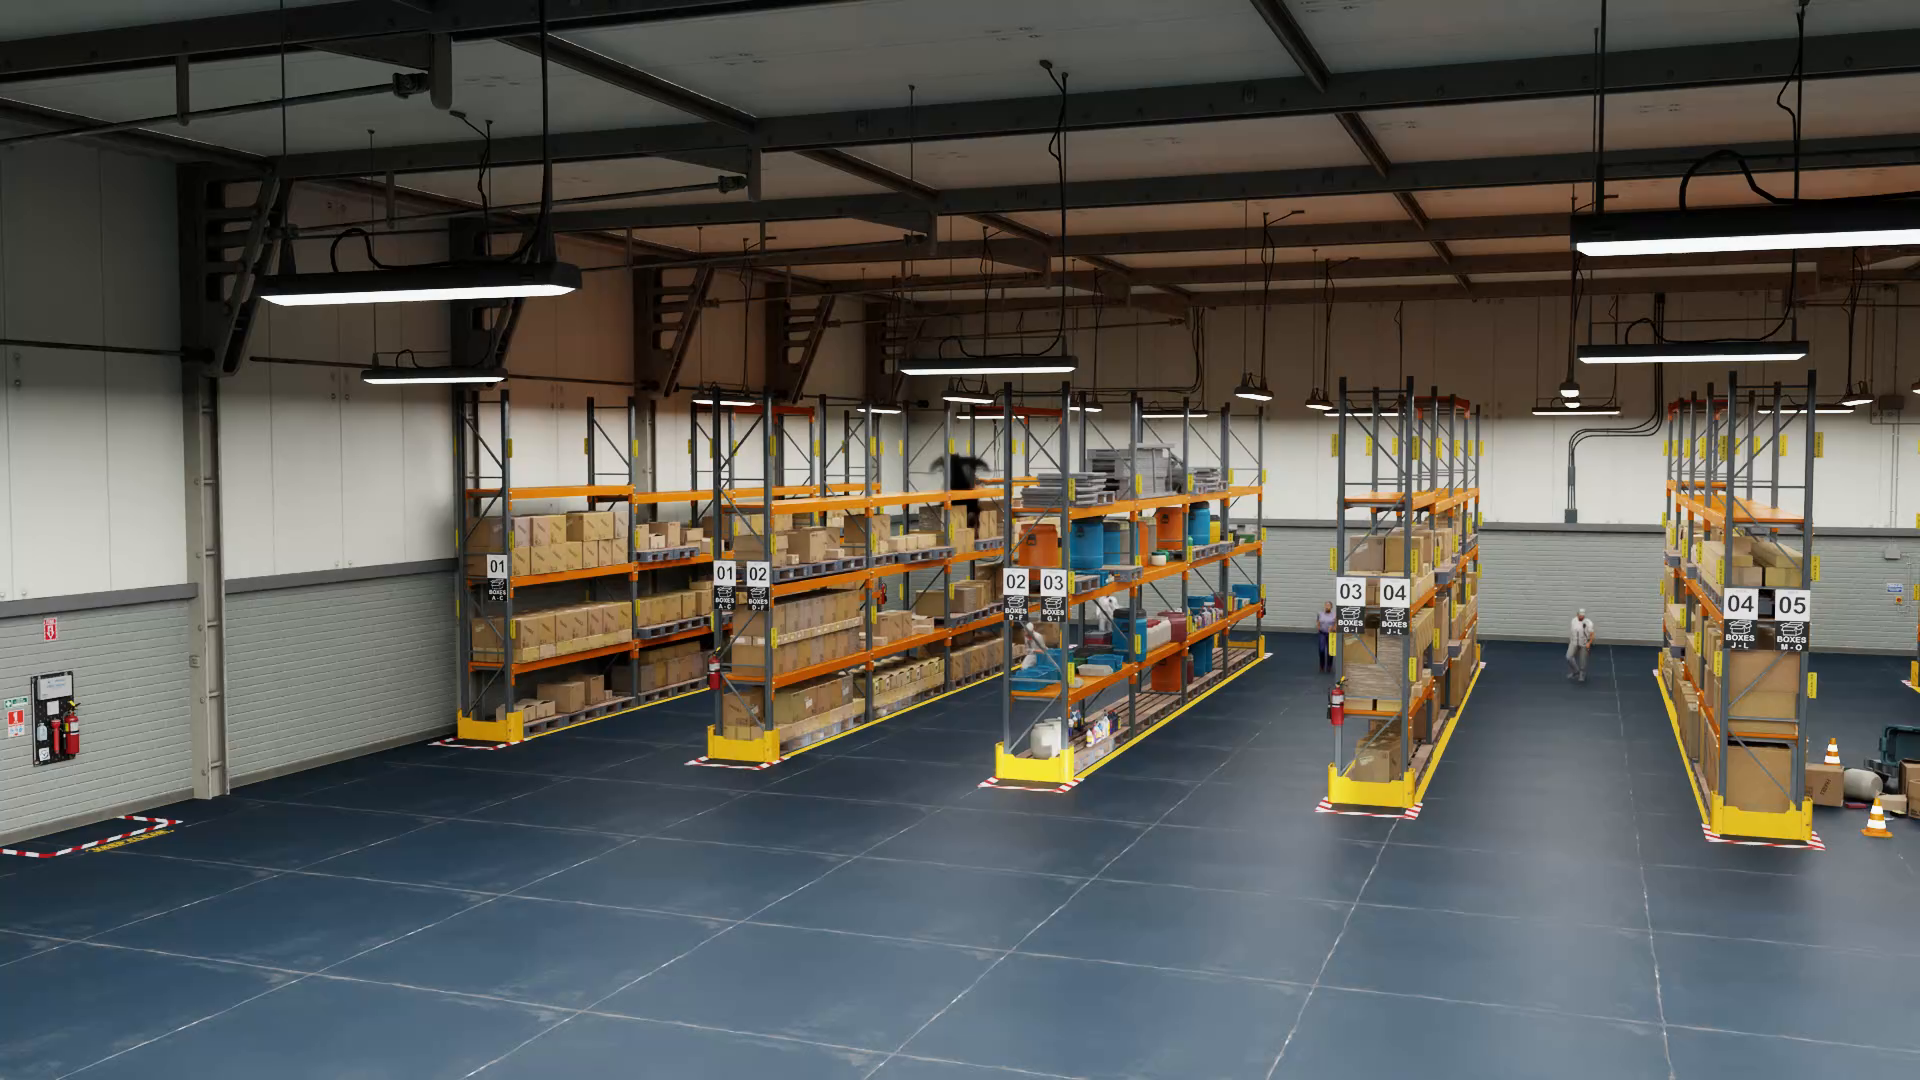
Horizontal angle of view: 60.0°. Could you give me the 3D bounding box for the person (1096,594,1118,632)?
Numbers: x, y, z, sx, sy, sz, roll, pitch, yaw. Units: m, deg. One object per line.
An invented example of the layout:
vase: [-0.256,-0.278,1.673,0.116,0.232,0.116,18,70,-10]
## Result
person: [3.554,1.937,40.376,0.573,1.718,0.685,1,3,11]

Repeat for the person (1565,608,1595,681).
person: [13.284,2.237,35.562,0.601,1.612,0.699,2,4,35]

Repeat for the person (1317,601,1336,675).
person: [8.175,2.177,36.944,0.498,1.653,0.789,1,3,11]

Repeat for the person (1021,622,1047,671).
person: [1.557,2.396,33.511,0.667,1.548,1.173,2,4,35]
